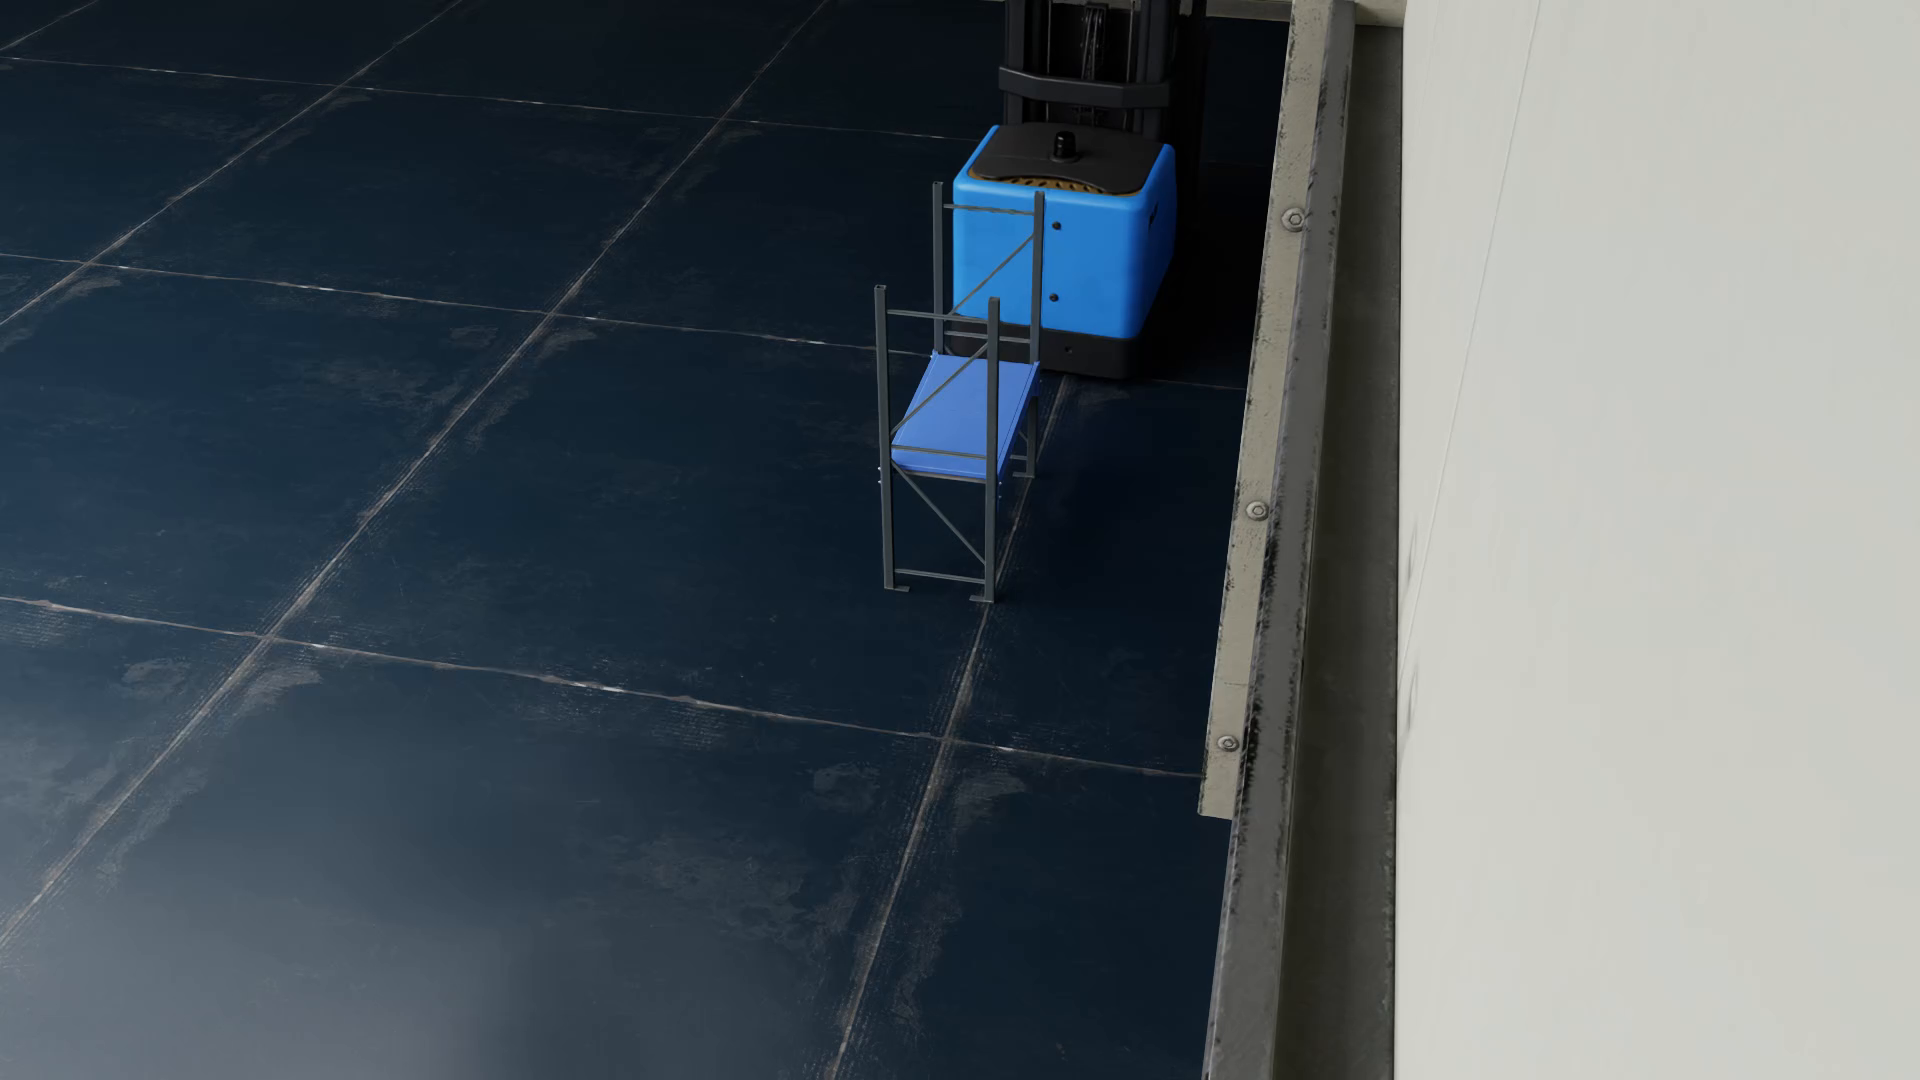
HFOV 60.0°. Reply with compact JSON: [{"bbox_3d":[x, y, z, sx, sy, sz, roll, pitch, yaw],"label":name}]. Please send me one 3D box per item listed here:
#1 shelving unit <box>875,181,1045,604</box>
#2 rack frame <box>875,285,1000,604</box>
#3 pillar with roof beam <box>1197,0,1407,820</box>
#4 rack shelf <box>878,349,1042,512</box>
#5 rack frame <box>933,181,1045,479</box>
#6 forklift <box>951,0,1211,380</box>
[{"bbox_3d":[0.018,-0.656,7.377,0.538,1.500,1.048,7,37,10],"label":"shelving unit"},{"bbox_3d":[-0.090,-0.365,6.975,0.500,1.500,0.032,7,37,10],"label":"rack frame"},{"bbox_3d":[-3.111,-3.237,4.548,9.100,9.000,0.400,7,37,10],"label":"pillar with roof beam"},{"bbox_3d":[0.018,-0.511,7.483,0.538,0.185,1.000,7,37,10],"label":"rack shelf"},{"bbox_3d":[0.127,-0.948,7.779,0.500,1.500,0.032,7,37,10],"label":"rack frame"},{"bbox_3d":[0.852,-2.900,9.254,1.130,2.935,3.031,10,37,13],"label":"forklift"}]
